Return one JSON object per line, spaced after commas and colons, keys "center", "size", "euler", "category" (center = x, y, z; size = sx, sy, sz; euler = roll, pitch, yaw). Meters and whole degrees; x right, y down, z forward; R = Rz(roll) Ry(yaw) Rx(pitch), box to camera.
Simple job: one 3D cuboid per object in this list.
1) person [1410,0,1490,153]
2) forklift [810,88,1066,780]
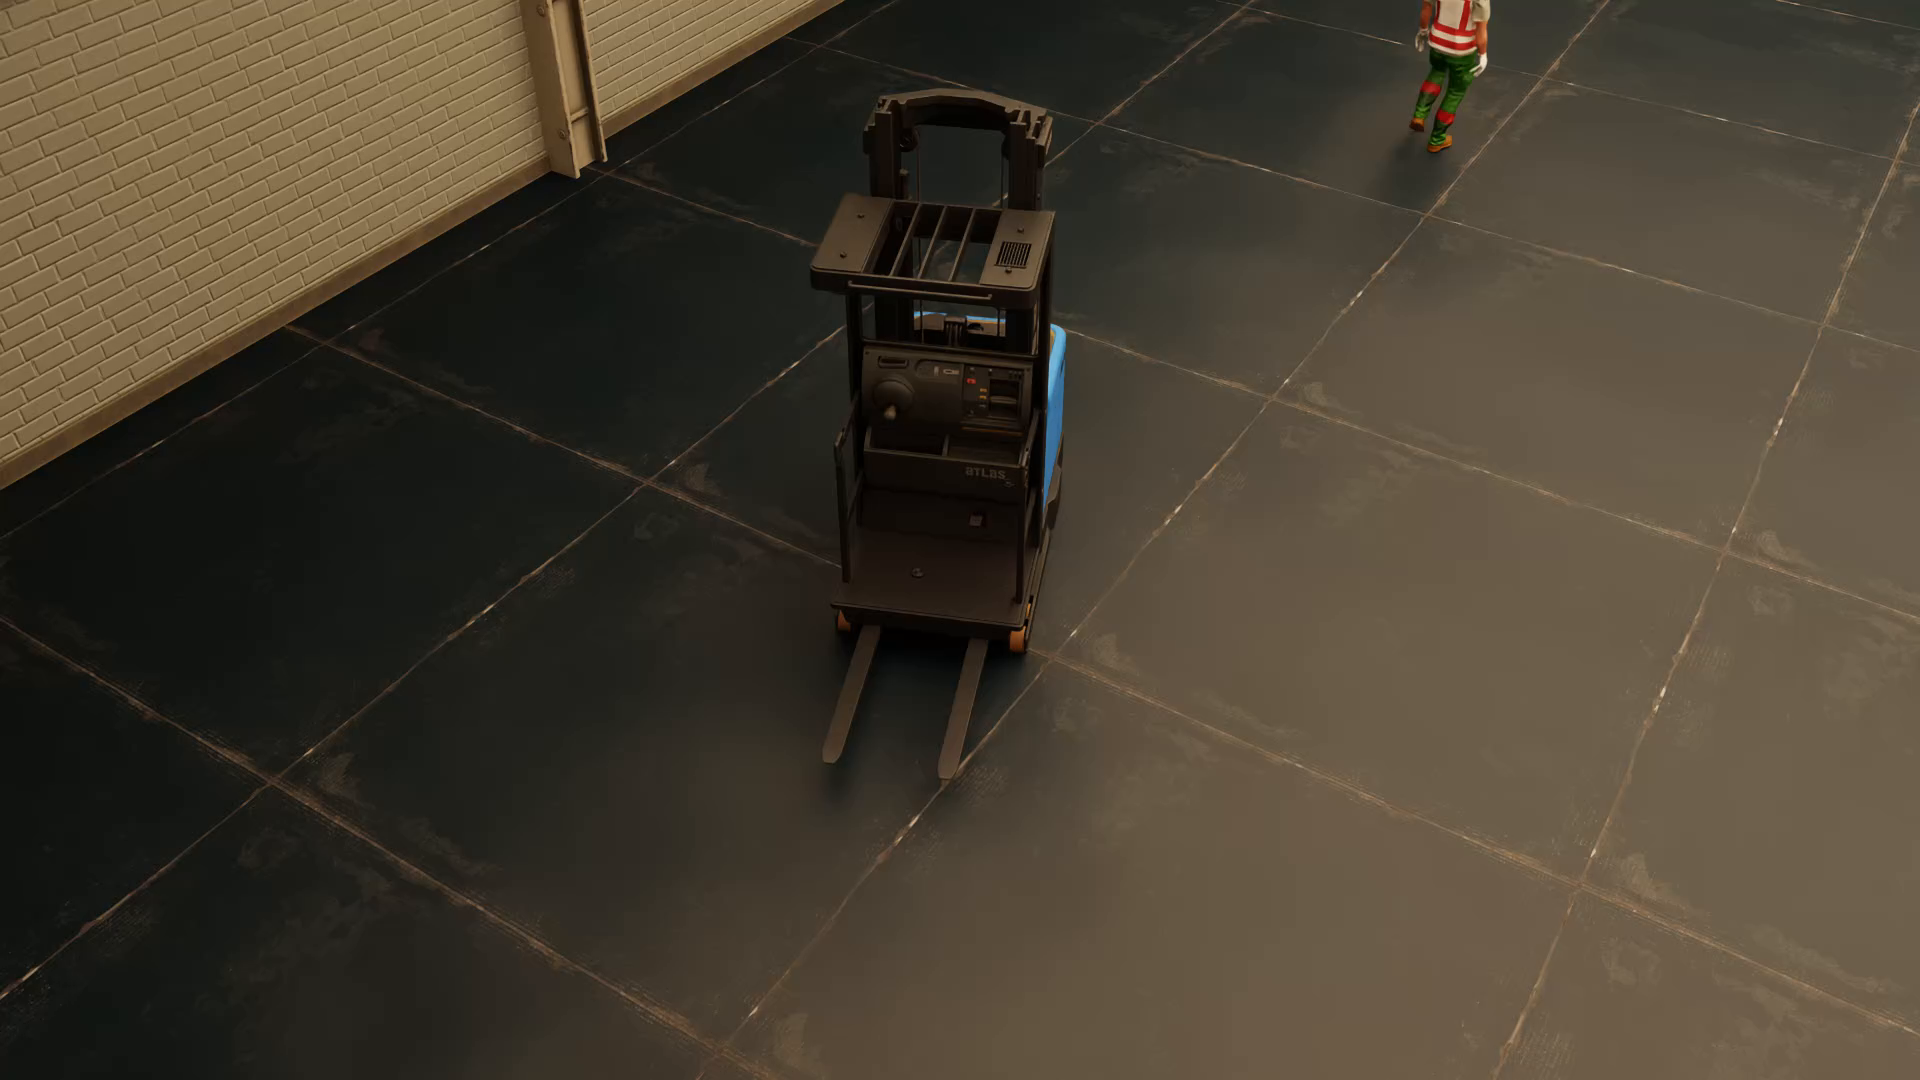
{"center": [4.087, -4.095, 13.702], "size": [0.472, 1.768, 0.685], "euler": [-33, 50, -33], "category": "person"}
{"center": [-0.108, -0.731, 8.830], "size": [1.130, 2.935, 3.031], "euler": [7, 41, 8], "category": "forklift"}
